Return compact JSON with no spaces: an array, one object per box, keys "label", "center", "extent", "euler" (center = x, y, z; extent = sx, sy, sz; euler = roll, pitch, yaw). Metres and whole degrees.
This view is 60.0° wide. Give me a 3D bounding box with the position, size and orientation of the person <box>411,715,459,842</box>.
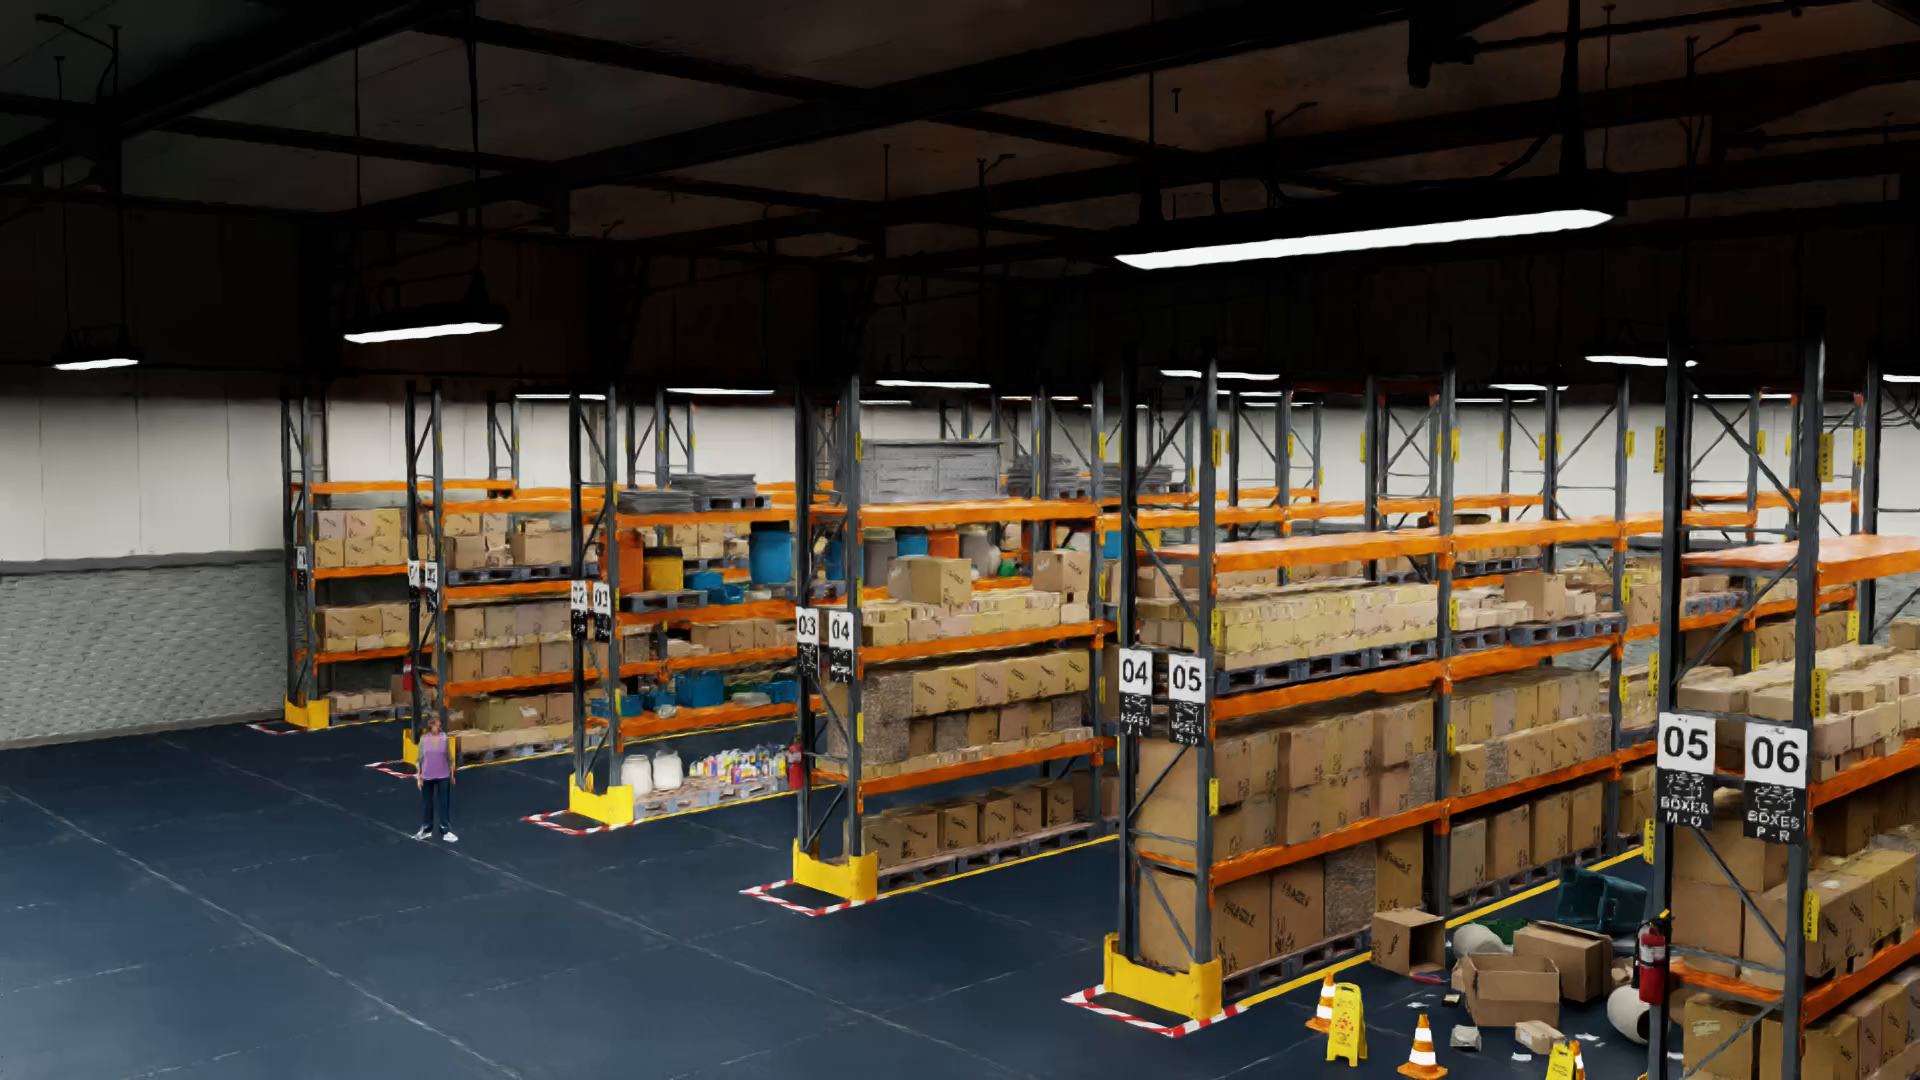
[{"label":"person","center":[-6.671,3.017,21.076],"extent":[0.565,1.599,0.393],"euler":[-1,4,-20]}]
